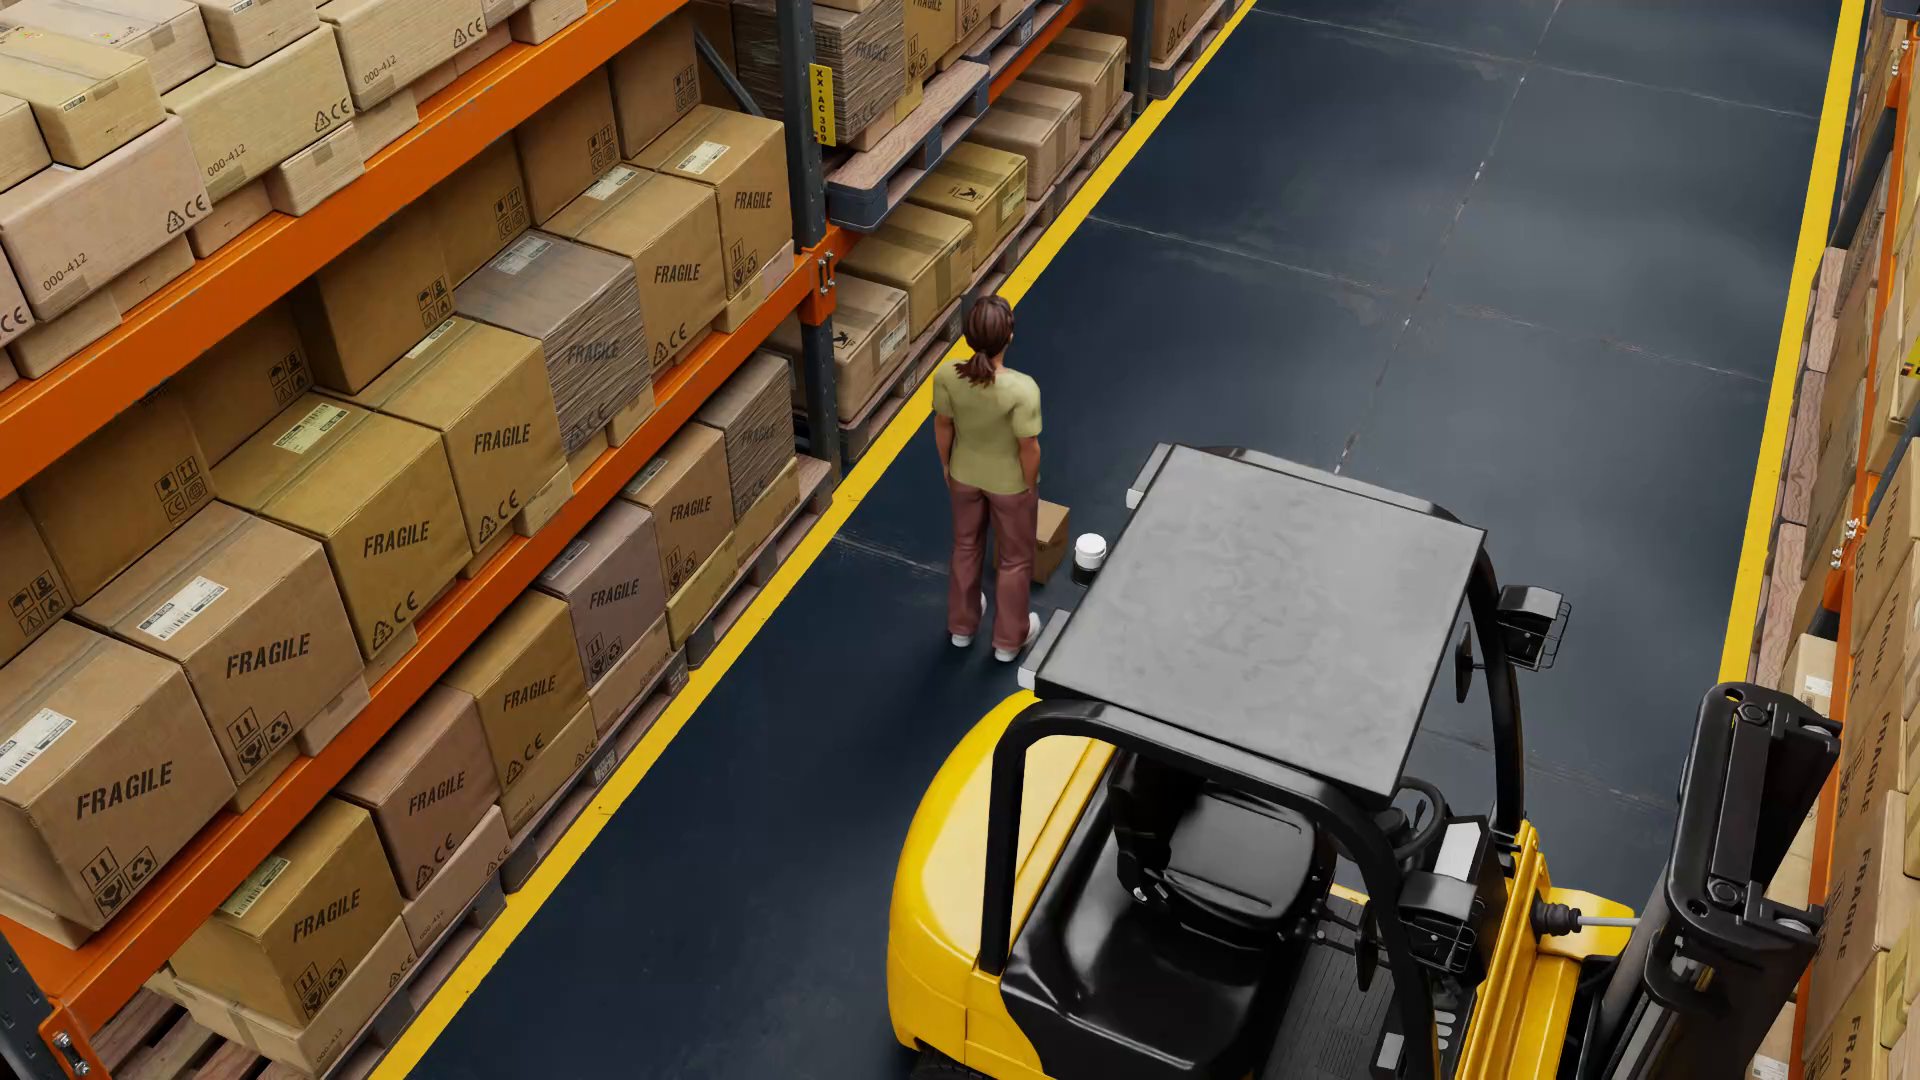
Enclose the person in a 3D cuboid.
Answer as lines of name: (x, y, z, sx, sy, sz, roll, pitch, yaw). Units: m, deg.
person: (0.112, -0.225, 6.419, 0.438, 1.675, 0.353, 17, 45, 17)
